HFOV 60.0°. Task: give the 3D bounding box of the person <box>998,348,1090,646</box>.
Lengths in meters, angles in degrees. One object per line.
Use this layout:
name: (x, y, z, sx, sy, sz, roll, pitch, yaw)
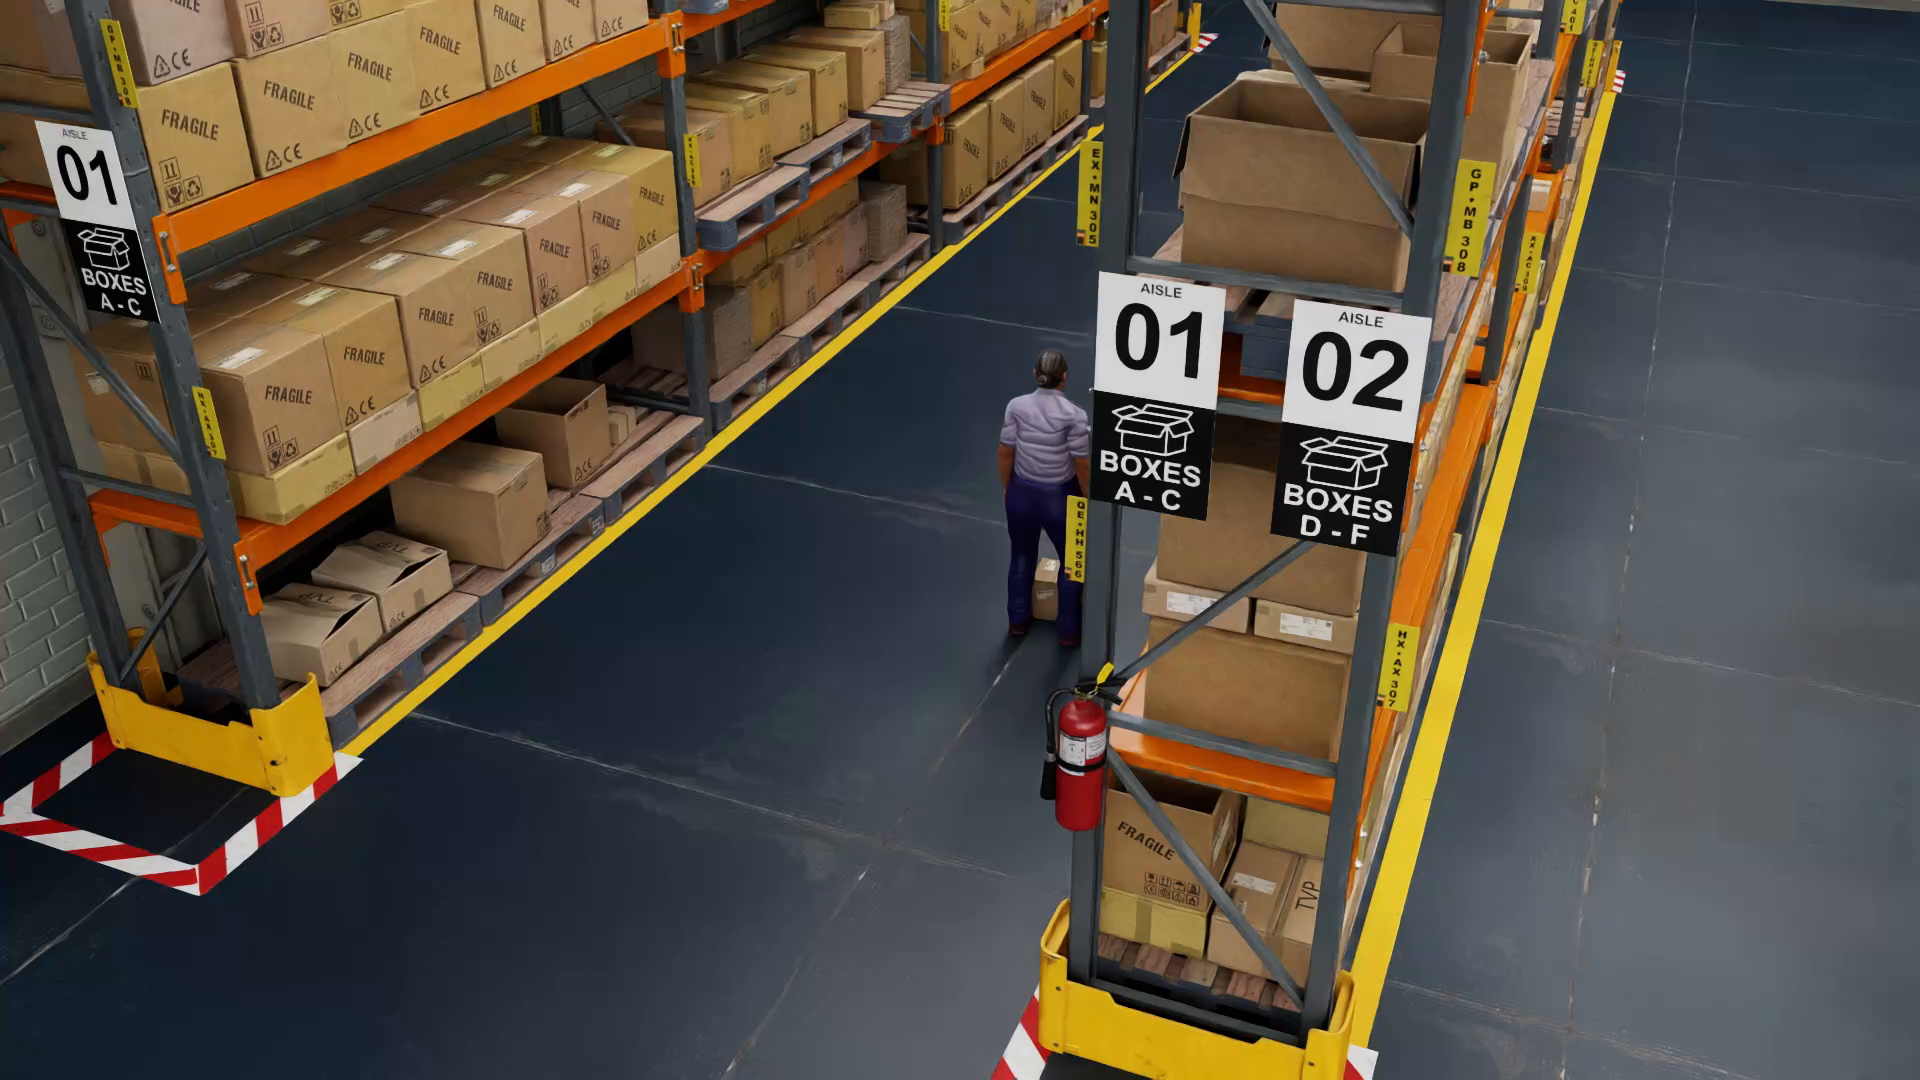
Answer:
person: (0.460, -0.213, 8.769, 0.541, 1.652, 0.369, 12, 32, 20)
